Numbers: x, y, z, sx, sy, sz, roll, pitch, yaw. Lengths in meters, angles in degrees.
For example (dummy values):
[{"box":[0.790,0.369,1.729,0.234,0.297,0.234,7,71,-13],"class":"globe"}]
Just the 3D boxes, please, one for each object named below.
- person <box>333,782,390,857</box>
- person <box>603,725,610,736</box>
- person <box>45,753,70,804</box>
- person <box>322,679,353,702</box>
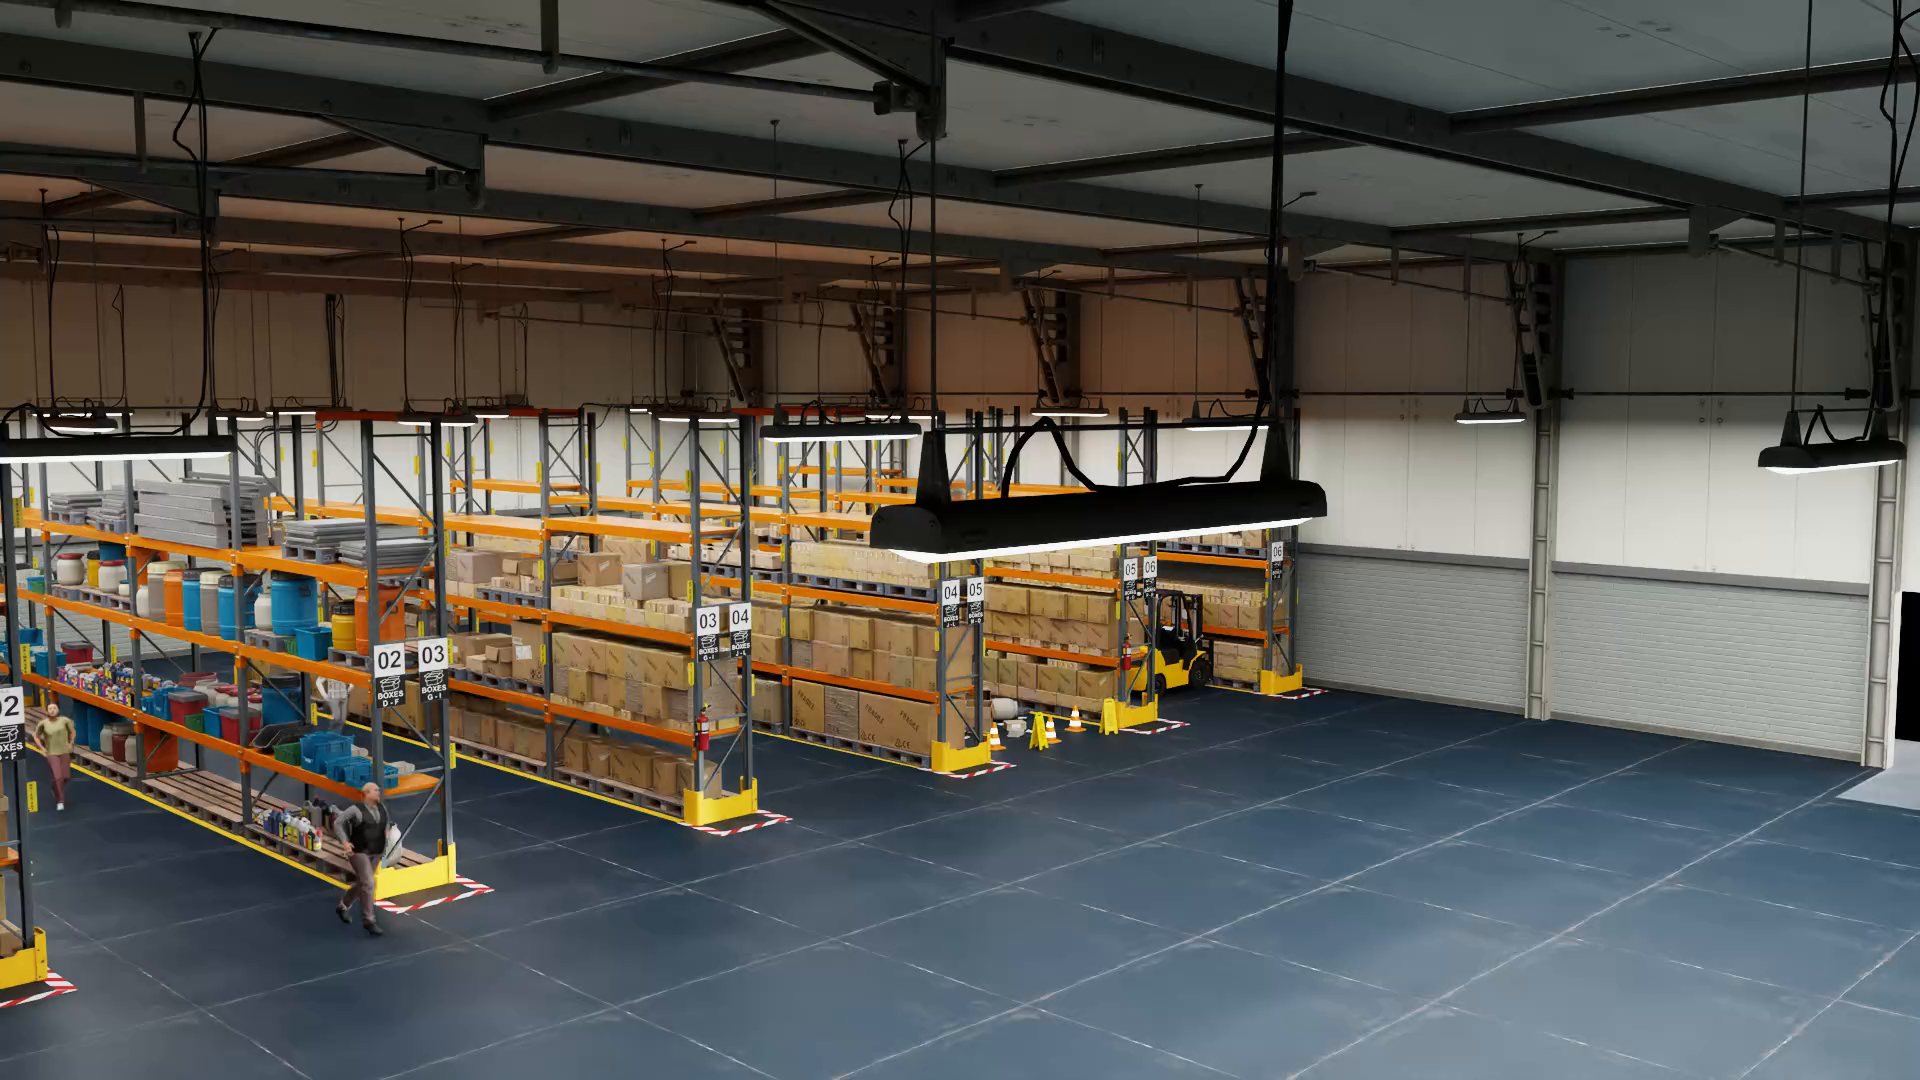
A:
[{"box":[-6.991,3.309,19.679,0.532,0.855,0.687,3,6,28],"class":"person"},{"box":[-6.433,2.783,30.384,0.773,1.670,0.567,5,7,45],"class":"person"},{"box":[-13.806,3.572,25.443,0.341,0.904,0.545,-4,6,-37],"class":"person"},{"box":[-11.142,2.453,29.736,0.488,0.868,0.454,-4,7,-39],"class":"person"}]
